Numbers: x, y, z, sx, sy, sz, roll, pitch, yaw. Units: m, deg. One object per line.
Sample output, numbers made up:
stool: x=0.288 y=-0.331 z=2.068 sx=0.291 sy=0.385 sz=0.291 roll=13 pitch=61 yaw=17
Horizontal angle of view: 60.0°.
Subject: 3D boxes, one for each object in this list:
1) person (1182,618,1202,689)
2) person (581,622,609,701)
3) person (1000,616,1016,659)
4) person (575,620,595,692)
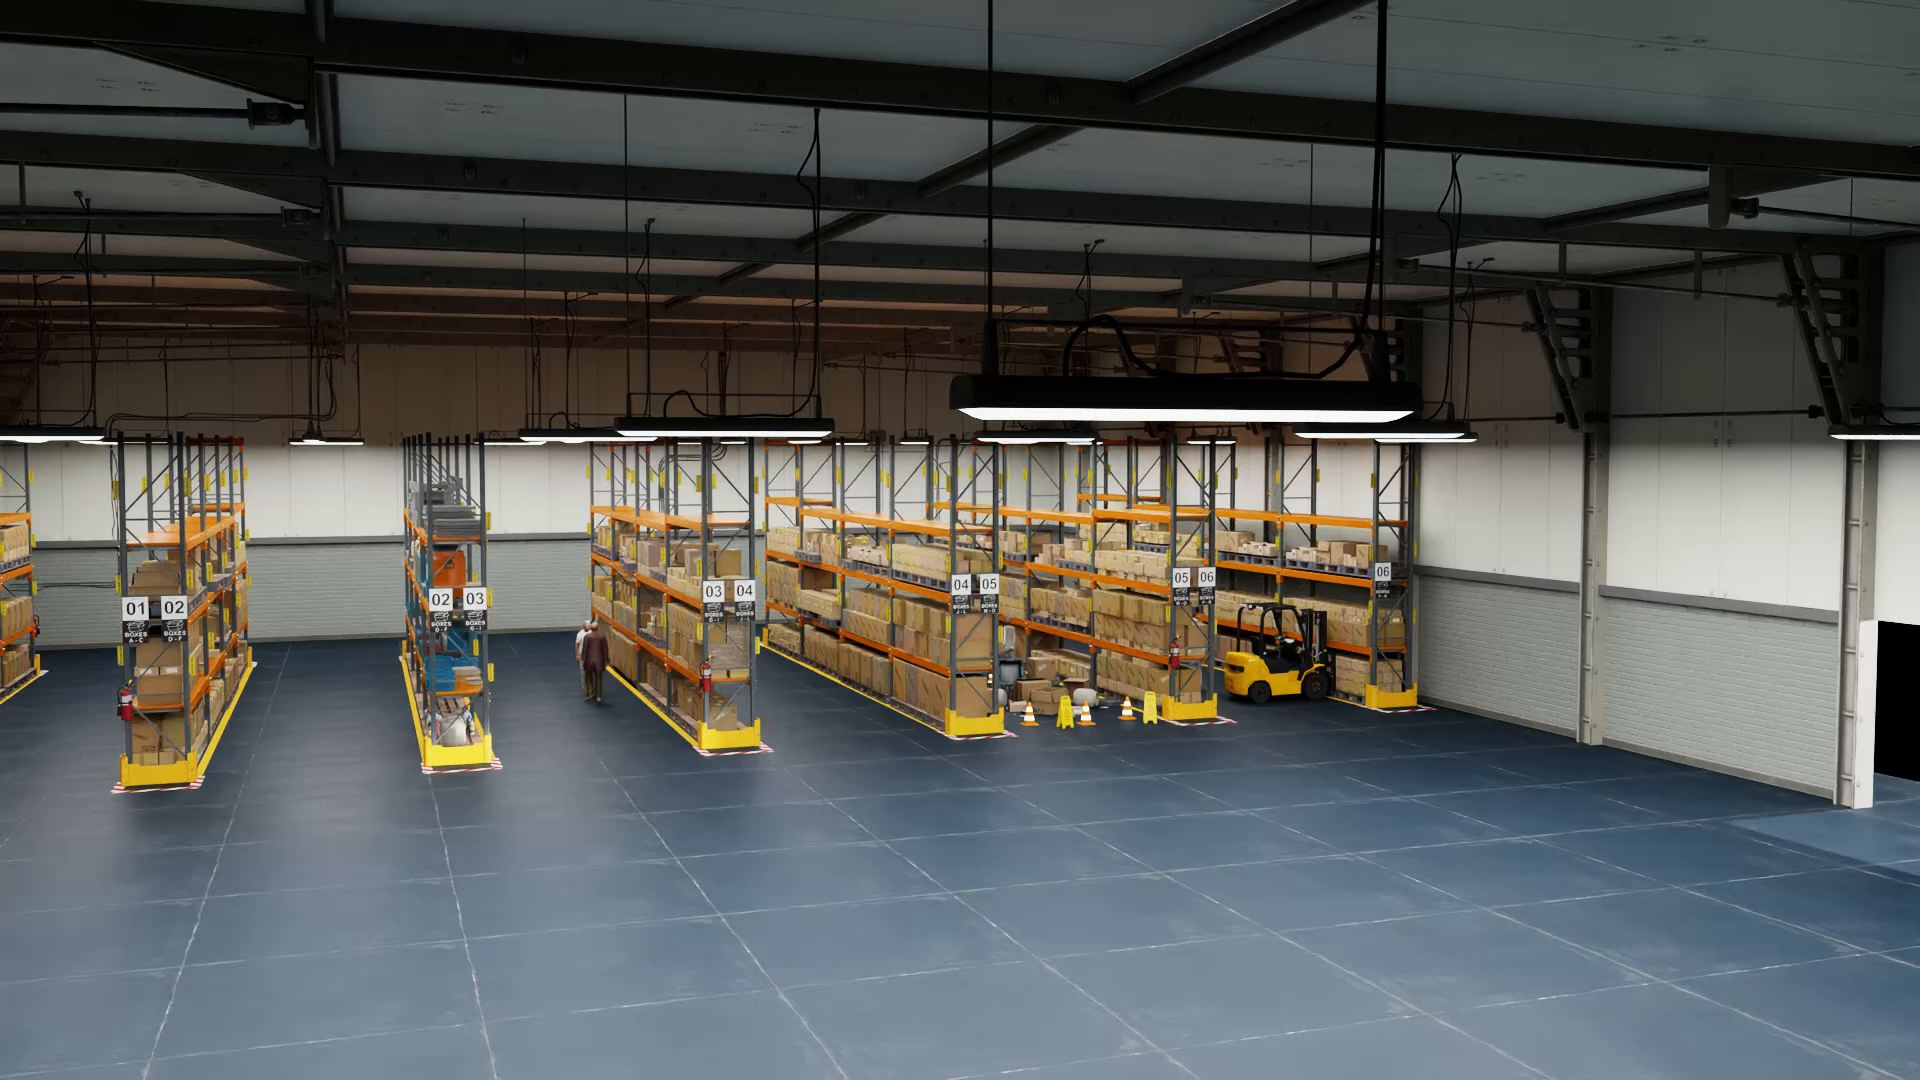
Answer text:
person: x=5.550 y=2.695 z=39.715 sx=0.649 sy=1.664 sz=0.788 roll=-1 pitch=3 yaw=-19
person: x=-8.252 y=2.779 z=37.575 sx=0.631 sy=1.835 sz=0.607 roll=-1 pitch=3 yaw=-25
person: x=1.195 y=2.694 z=40.790 sx=0.447 sy=1.615 sz=0.621 roll=-2 pitch=4 yaw=-30
person: x=-8.805 y=2.717 z=39.245 sx=0.556 sy=1.667 sz=0.561 roll=-2 pitch=4 yaw=-32
